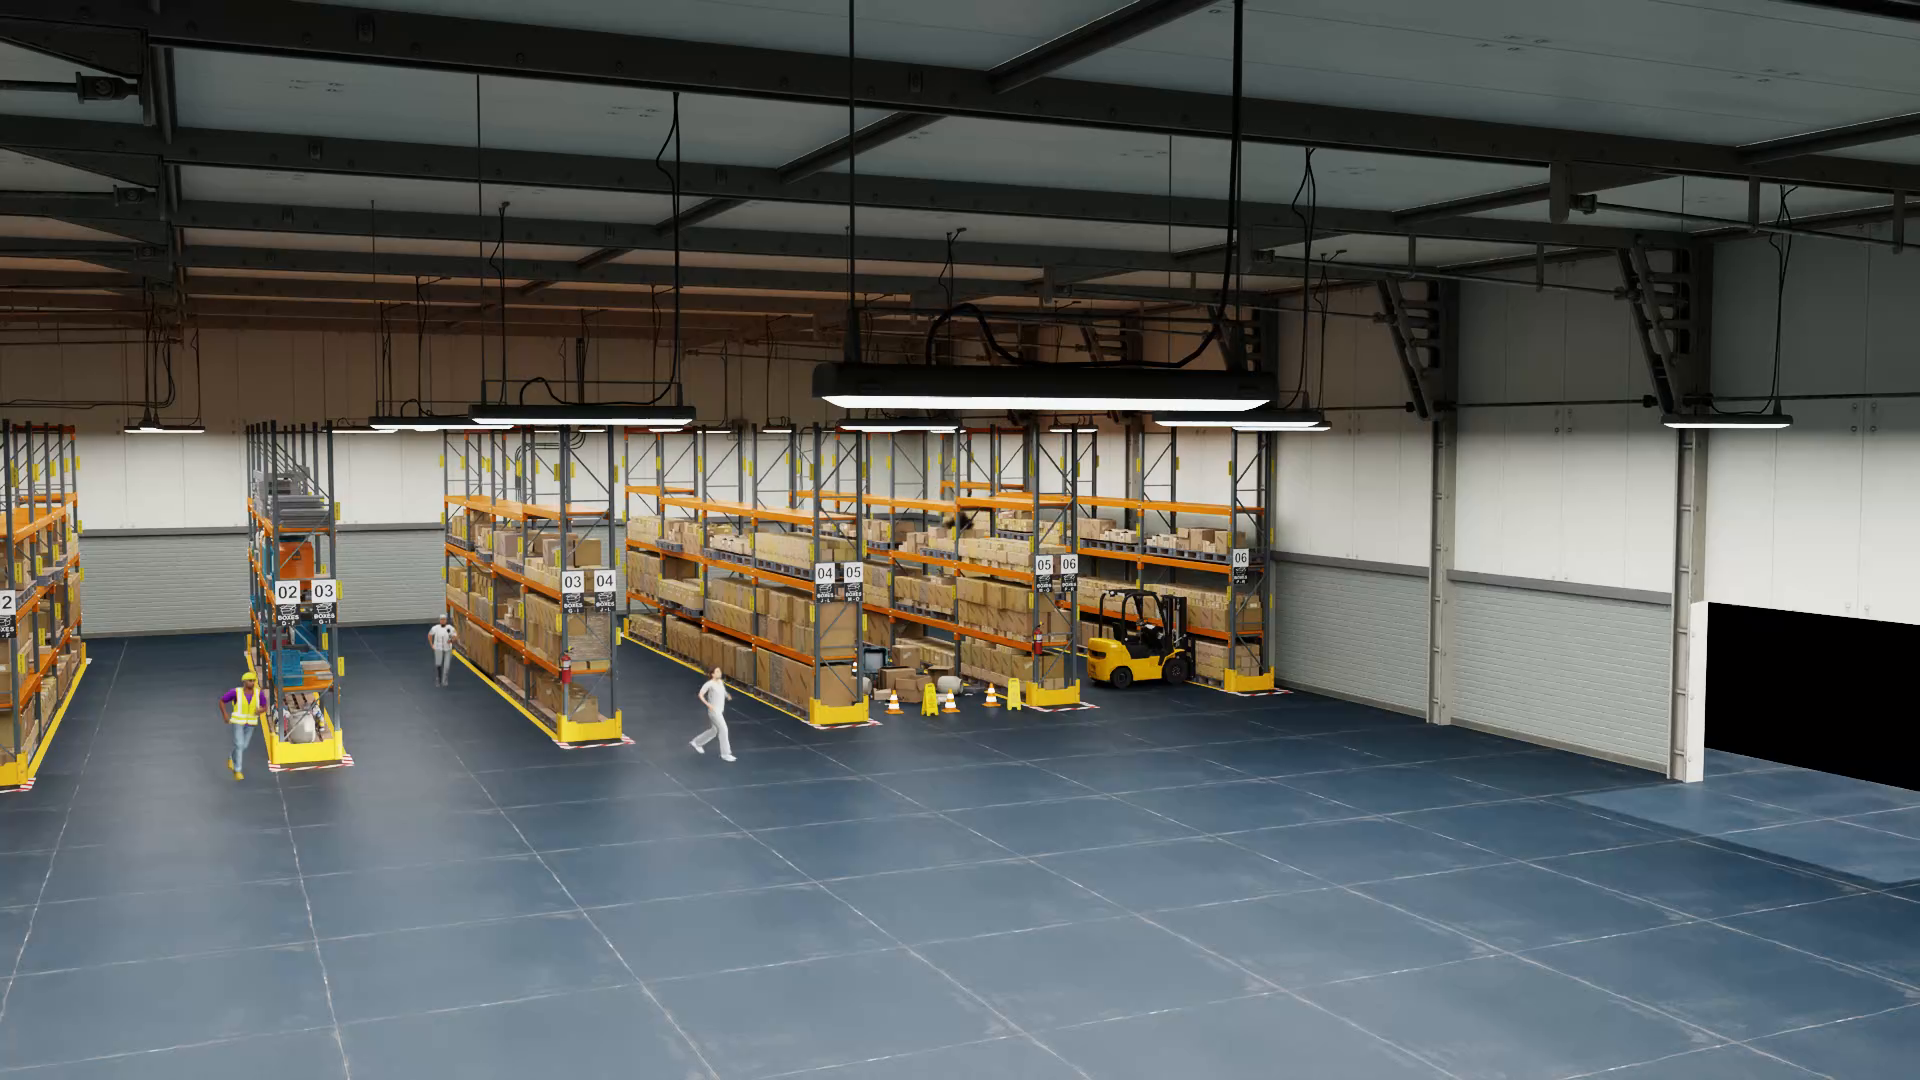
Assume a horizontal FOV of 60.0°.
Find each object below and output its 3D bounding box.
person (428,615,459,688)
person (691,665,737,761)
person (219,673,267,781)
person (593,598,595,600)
[{"bbox_3d":[-11.771,2.529,37.931,0.663,1.664,0.593,-1,4,-18],"label":"person"},{"bbox_3d":[-4.354,3.048,29.445,0.889,1.680,0.558,1,4,19],"label":"person"},{"bbox_3d":[-12.055,3.098,28.041,0.734,1.740,0.944,-3,5,-43],"label":"person"},{"bbox_3d":[-9.777,2.095,45.316,0.568,1.464,0.594,-1,4,-19],"label":"person"}]
